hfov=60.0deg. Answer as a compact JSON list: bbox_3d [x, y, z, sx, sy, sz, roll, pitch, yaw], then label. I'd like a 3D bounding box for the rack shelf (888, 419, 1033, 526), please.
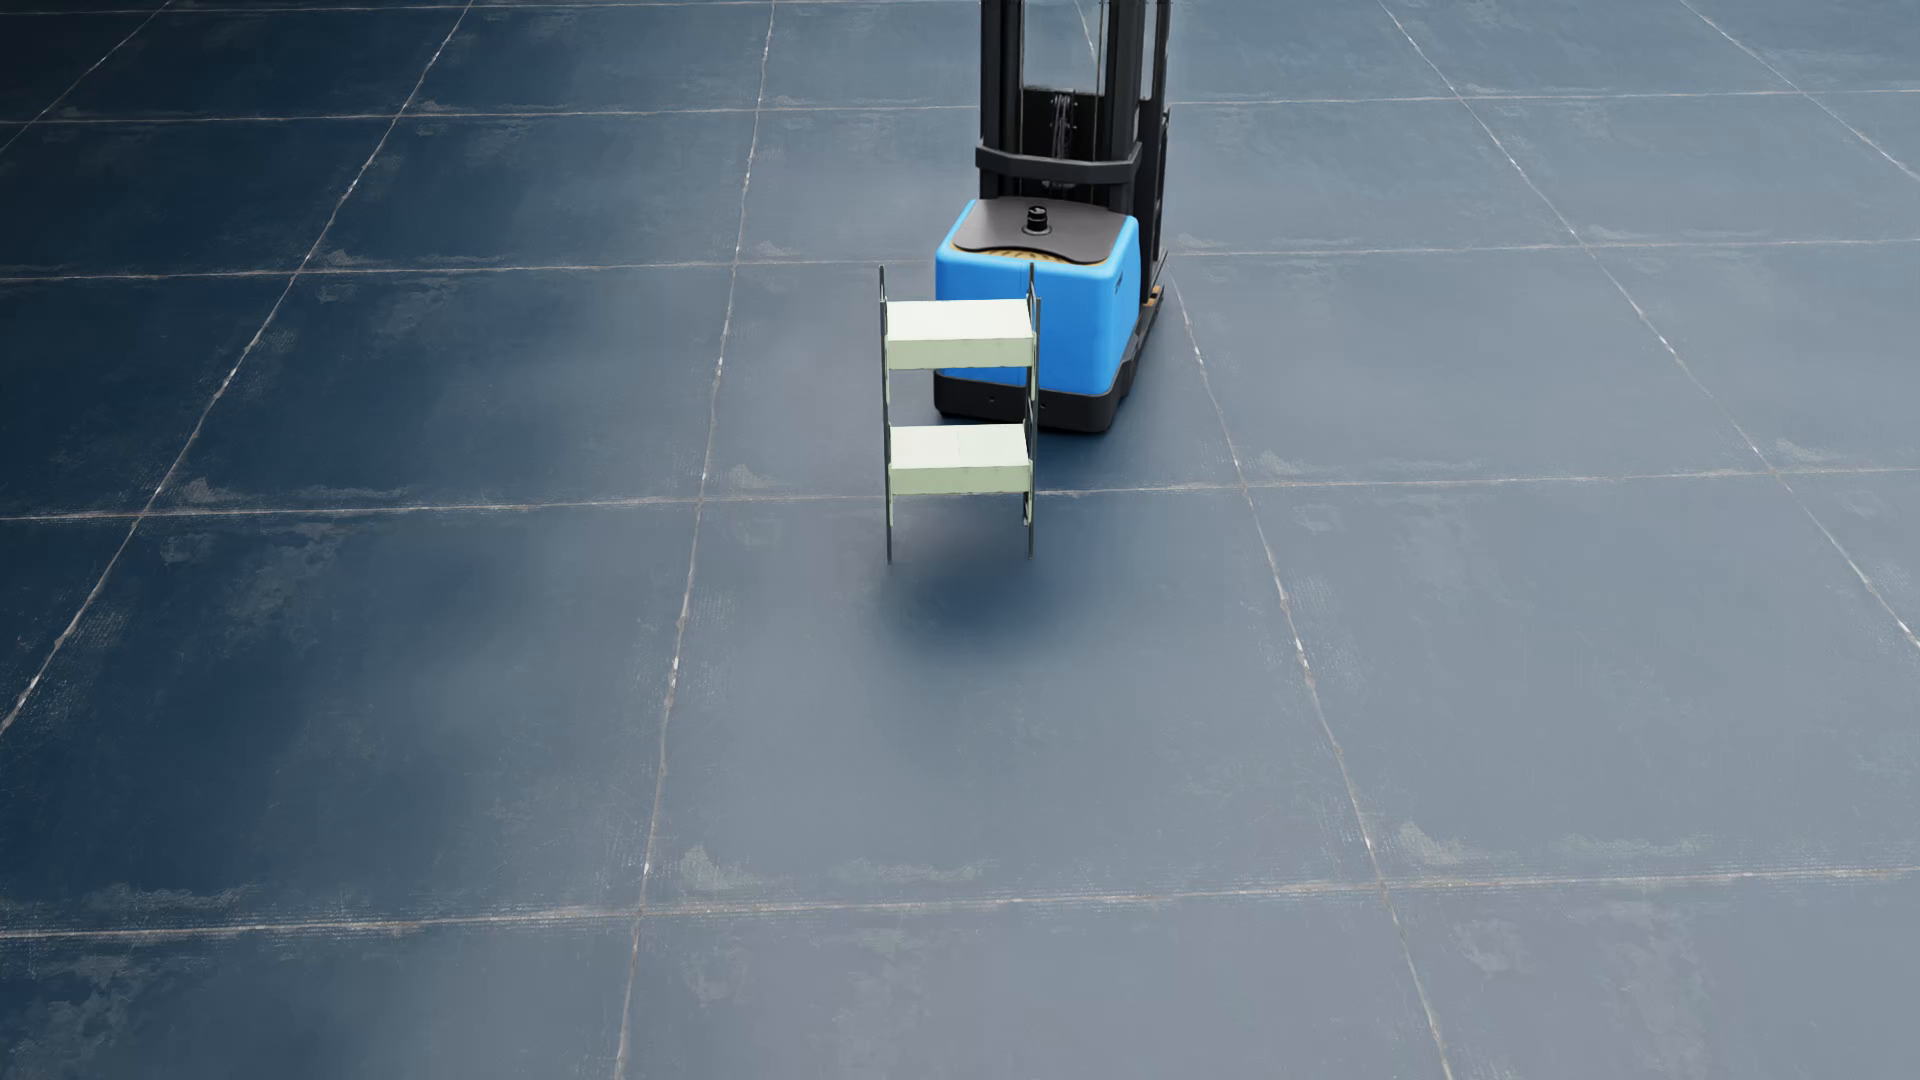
[{"bbox_3d":[-0.007,-0.348,8.545,0.720,0.370,0.431,-2,35,-2],"label":"rack shelf"}]

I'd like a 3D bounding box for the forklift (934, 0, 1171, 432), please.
[{"bbox_3d":[0.722,-2.659,10.053,1.130,2.935,3.031,9,36,12],"label":"forklift"}]

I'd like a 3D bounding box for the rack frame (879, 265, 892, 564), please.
[{"bbox_3d":[-0.372,-0.607,8.345,0.023,1.500,0.400,-2,35,-2],"label":"rack frame"}]

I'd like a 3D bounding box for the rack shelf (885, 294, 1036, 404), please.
[{"bbox_3d":[-0.007,-0.937,8.137,0.720,0.370,0.431,-2,35,-2],"label":"rack shelf"}]

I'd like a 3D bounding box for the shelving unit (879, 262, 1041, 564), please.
[{"bbox_3d":[-0.007,-0.617,8.359,0.755,1.500,0.431,-2,35,-2],"label":"shelving unit"}]

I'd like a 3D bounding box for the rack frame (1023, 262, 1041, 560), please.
[{"bbox_3d":[0.359,-0.626,8.373,0.023,1.500,0.400,-2,35,-2],"label":"rack frame"}]
